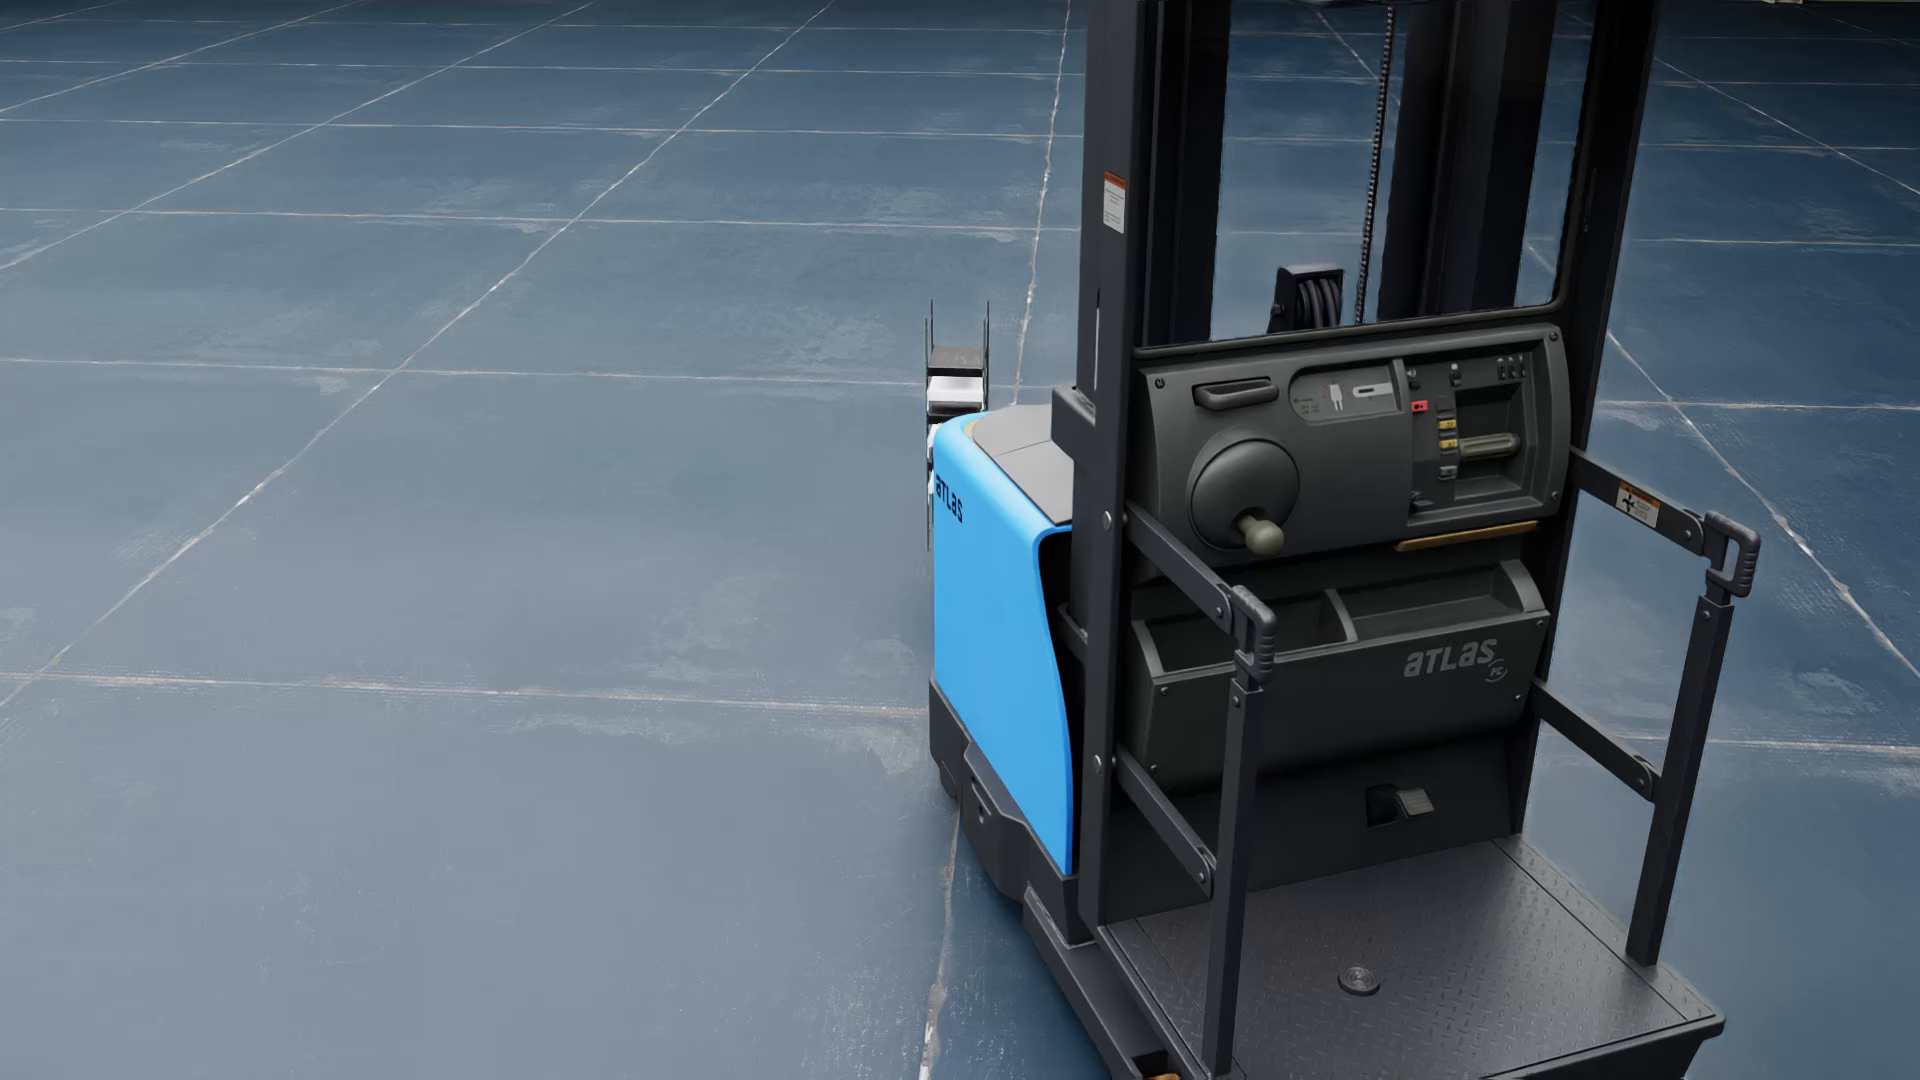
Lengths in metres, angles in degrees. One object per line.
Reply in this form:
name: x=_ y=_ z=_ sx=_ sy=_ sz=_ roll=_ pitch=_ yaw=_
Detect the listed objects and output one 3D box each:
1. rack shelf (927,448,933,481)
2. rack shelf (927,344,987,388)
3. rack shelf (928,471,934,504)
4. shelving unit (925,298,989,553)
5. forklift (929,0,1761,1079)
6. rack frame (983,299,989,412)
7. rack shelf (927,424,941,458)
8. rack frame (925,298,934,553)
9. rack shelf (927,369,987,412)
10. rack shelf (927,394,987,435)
rack shelf: x=-0.008 y=-0.297 z=6.114 sx=0.200 sy=0.077 sz=0.258 roll=2 pitch=25 yaw=4
rack shelf: x=-0.008 y=-0.624 z=5.964 sx=0.200 sy=0.077 sz=0.258 roll=2 pitch=25 yaw=4
rack shelf: x=-0.008 y=-0.215 z=6.152 sx=0.200 sy=0.077 sz=0.258 roll=2 pitch=25 yaw=4
shelving unit: x=-0.008 y=-0.409 z=6.062 sx=0.210 sy=0.900 sz=0.258 roll=2 pitch=25 yaw=4
forklift: x=0.871 y=-0.166 z=3.103 sx=1.130 sy=2.935 sz=3.031 roll=-8 pitch=26 yaw=-17
rack frame: x=0.093 y=-0.406 z=6.055 sx=0.006 sy=0.900 sz=0.240 roll=2 pitch=25 yaw=4
rack shelf: x=-0.008 y=-0.379 z=6.076 sx=0.200 sy=0.077 sz=0.258 roll=2 pitch=25 yaw=4
rack frame: x=-0.109 y=-0.412 z=6.070 sx=0.006 sy=0.900 sz=0.240 roll=2 pitch=25 yaw=4
rack shelf: x=-0.008 y=-0.542 z=6.001 sx=0.200 sy=0.077 sz=0.258 roll=2 pitch=25 yaw=4
rack shelf: x=-0.008 y=-0.461 z=6.039 sx=0.200 sy=0.077 sz=0.258 roll=2 pitch=25 yaw=4
